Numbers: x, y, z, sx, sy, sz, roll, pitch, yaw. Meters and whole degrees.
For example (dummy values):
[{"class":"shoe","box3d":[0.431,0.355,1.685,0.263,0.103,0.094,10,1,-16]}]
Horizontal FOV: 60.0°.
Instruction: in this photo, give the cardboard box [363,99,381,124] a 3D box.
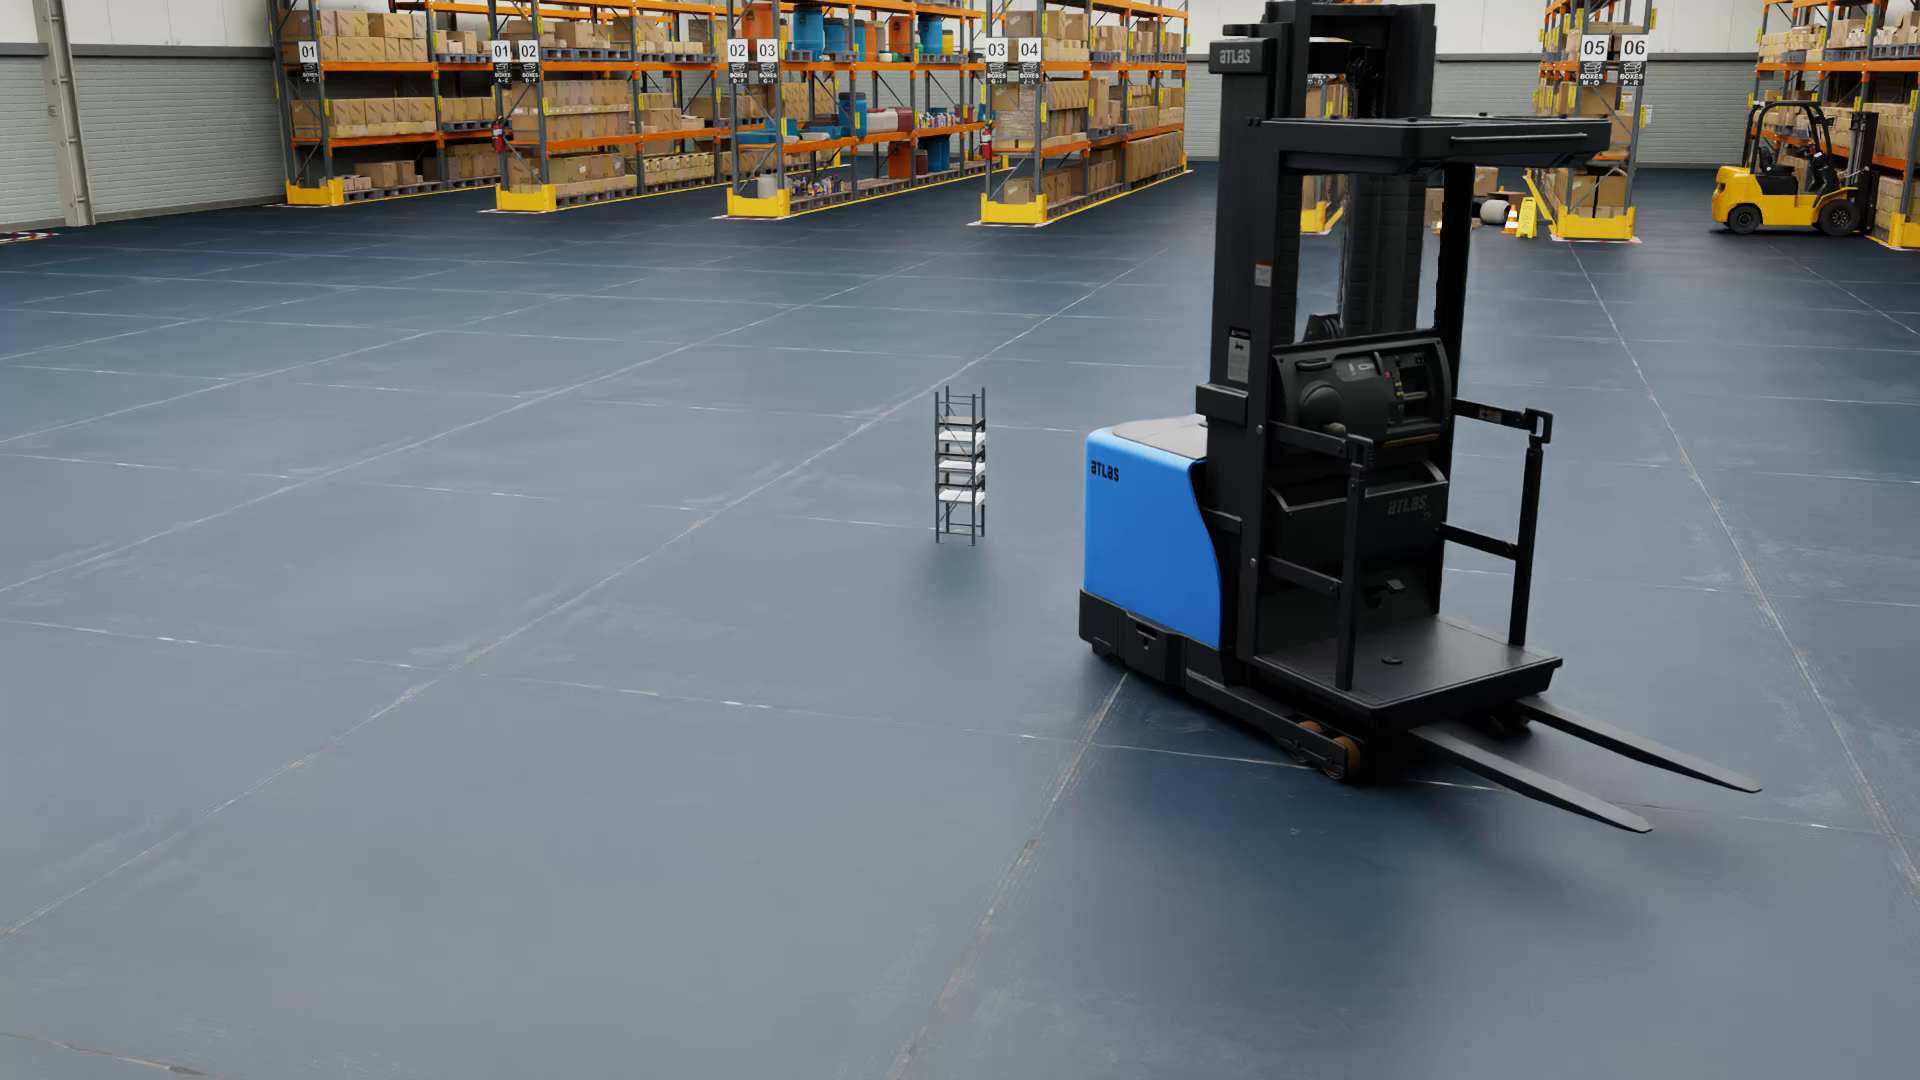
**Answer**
[{"class":"cardboard box","box3d":[-12.568,-9.016,34.984,0.500,0.500,0.500,4,16,14]}]

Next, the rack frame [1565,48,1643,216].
[{"class":"rack frame","box3d":[10.454,-6.432,27.011,1.000,3.000,0.127,5,16,16]}]

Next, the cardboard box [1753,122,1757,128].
[{"class":"cardboard box","box3d":[19.405,-10.049,40.221,0.380,0.149,0.250,4,16,15]}]

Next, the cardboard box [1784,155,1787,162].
[{"class":"cardboard box","box3d":[18.263,-8.348,36.386,0.380,0.149,0.250,4,16,14]}]

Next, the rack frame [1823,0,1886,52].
[{"class":"rack frame","box3d":[17.488,-11.028,32.218,1.000,3.000,0.127,5,16,16]}]

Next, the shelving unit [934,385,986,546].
[{"class":"shelving unit","box3d":[0.002,-0.435,9.714,0.258,0.900,0.210,5,16,16]}]

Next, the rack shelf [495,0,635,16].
[{"class":"rack shelf","box3d":[-7.975,-10.841,33.611,1.077,0.370,4.000,5,16,16]}]

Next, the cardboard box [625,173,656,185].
[{"class":"cardboard box","box3d":[-7.055,-7.982,36.744,0.500,0.250,0.500,4,16,15]}]

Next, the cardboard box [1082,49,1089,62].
[{"class":"cardboard box","box3d":[2.211,-9.479,32.529,0.500,0.250,0.500,5,17,18]}]

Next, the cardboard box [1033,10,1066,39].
[{"class":"cardboard box","box3d":[1.634,-9.443,30.484,0.500,0.500,0.500,5,16,16]}]

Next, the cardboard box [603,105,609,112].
[{"class":"cardboard box","box3d":[-7.570,-9.023,34.772,0.380,0.149,0.250,5,16,16]}]

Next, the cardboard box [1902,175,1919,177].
[{"class":"cardboard box","box3d":[15.976,-5.914,27.621,0.500,0.250,0.500,4,16,15]}]

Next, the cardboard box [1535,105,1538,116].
[{"class":"cardboard box","box3d":[14.590,-10.563,41.391,0.500,0.500,0.500,4,16,15]}]

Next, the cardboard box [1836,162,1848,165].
[{"class":"cardboard box","box3d":[17.935,-7.565,33.627,0.380,0.149,0.250,6,17,19]}]

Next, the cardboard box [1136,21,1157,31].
[{"class":"cardboard box","box3d":[4.637,-12.688,41.058,0.500,0.250,0.500,4,16,12]}]

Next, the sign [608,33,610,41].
[{"class":"sign","box3d":[-9.361,-13.296,44.189,0.100,0.325,0.005,5,16,16]}]

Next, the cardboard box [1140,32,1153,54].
[{"class":"cardboard box","box3d":[4.208,-11.881,39.771,0.700,0.500,0.500,5,17,17]}]

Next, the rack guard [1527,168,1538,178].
[{"class":"rack guard","box3d":[15.008,-9.422,42.132,1.175,0.500,0.348,5,16,16]}]

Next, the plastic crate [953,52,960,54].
[{"class":"plastic crate","box3d":[-0.175,-12.601,43.479,0.437,0.282,0.530,5,16,16]}]

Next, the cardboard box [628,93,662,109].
[{"class":"cardboard box","box3d":[-9.079,-12.358,47.353,0.980,0.700,0.700,4,16,15]}]

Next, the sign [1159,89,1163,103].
[{"class":"sign","box3d":[4.886,-10.820,40.502,0.100,0.325,0.005,5,16,16]}]

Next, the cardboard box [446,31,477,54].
[{"class":"cardboard box","box3d":[-11.575,-11.552,38.612,0.500,0.500,0.500,4,16,14]}]

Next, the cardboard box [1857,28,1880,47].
[{"class":"cardboard box","box3d":[16.323,-8.954,29.613,0.500,0.311,0.500,4,16,14]}]

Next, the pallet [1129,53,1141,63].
[{"class":"pallet","box3d":[3.359,-10.819,37.324,1.213,0.211,1.003,5,17,18]}]

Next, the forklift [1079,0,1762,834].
[{"class":"forklift","box3d":[1.770,-0.616,6.631,1.130,2.935,3.031,-10,18,-30]}]

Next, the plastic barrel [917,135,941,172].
[{"class":"plastic barrel","box3d":[-0.758,-9.591,41.222,0.600,0.901,0.708,5,16,16]}]

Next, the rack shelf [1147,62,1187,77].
[{"class":"rack shelf","box3d":[4.932,-11.961,42.322,1.077,0.370,4.000,5,16,16]}]

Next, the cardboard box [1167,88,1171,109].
[{"class":"cardboard box","box3d":[5.035,-11.142,41.971,0.500,0.500,0.500,4,16,14]}]

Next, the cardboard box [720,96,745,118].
[{"class":"cardboard box","box3d":[-5.756,-10.711,41.143,0.700,0.500,0.500,8,18,26]}]

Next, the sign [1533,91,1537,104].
[{"class":"sign","box3d":[14.471,-11.118,41.797,0.100,0.325,0.005,5,16,16]}]

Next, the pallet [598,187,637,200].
[{"class":"pallet","box3d":[-7.673,-7.470,35.780,1.003,0.211,1.213,5,16,16]}]

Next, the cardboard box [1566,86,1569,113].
[{"class":"cardboard box","box3d":[10.541,-7.387,27.816,0.700,0.500,0.500,5,17,16]}]

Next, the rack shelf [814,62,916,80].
[{"class":"rack shelf","box3d":[-2.091,-10.252,36.297,1.077,0.370,4.000,5,16,16]}]

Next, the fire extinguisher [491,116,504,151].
[{"class":"fire extinguisher","box3d":[-9.023,-7.938,32.460,0.296,0.674,0.183,5,16,16]}]

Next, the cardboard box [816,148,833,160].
[{"class":"cardboard box","box3d":[-3.915,-11.004,46.902,0.500,0.500,0.500,5,16,16]}]

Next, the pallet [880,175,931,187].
[{"class":"pallet","box3d":[-1.338,-8.546,39.572,1.003,0.211,1.213,5,16,16]}]

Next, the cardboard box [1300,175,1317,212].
[{"class":"cardboard box","box3d":[5.809,-6.152,29.147,0.875,0.875,0.875,5,17,16]}]

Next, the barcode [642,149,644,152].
[{"class":"barcode","box3d":[-6.935,-8.522,36.393,0.001,0.075,0.075,5,16,16]}]

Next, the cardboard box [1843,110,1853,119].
[{"class":"cardboard box","box3d":[16.359,-7.770,30.353,0.380,0.149,0.250,4,16,14]}]

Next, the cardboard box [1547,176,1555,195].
[{"class":"cardboard box","box3d":[12.356,-7.123,33.490,0.950,0.372,0.625,4,16,15]}]

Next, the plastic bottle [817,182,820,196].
[{"class":"plastic bottle","box3d":[-2.856,-7.050,33.382,0.097,0.271,0.097,0,16,0]}]

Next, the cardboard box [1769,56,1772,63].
[{"class":"cardboard box","box3d":[18.919,-11.098,38.422,0.380,0.149,0.250,5,16,16]}]

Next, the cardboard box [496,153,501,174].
[{"class":"cardboard box","box3d":[-11.433,-9.137,40.321,0.700,0.500,0.500,5,16,16]}]

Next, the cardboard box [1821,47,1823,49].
[{"class":"cardboard box","box3d":[17.450,-9.882,33.219,0.380,0.149,0.250,4,16,15]}]

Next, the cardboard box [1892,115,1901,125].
[{"class":"cardboard box","box3d":[15.333,-6.791,26.903,0.380,0.149,0.250,4,16,14]}]

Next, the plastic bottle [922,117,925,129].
[{"class":"plastic bottle","box3d":[-0.876,-9.863,39.318,0.061,0.283,0.133,5,16,16]}]

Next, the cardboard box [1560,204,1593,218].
[{"class":"cardboard box","box3d":[10.433,-5.550,28.170,0.500,0.250,0.500,5,16,16]}]

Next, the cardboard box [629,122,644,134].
[{"class":"cardboard box","box3d":[-7.309,-9.077,36.608,0.500,0.250,0.500,6,17,19]}]

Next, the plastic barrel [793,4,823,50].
[{"class":"plastic barrel","box3d":[-3.044,-10.266,33.340,0.600,0.901,0.708,5,16,16]}]

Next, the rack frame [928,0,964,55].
[{"class":"rack frame","box3d":[-0.386,-13.611,41.324,1.000,3.000,0.127,5,16,16]}]
